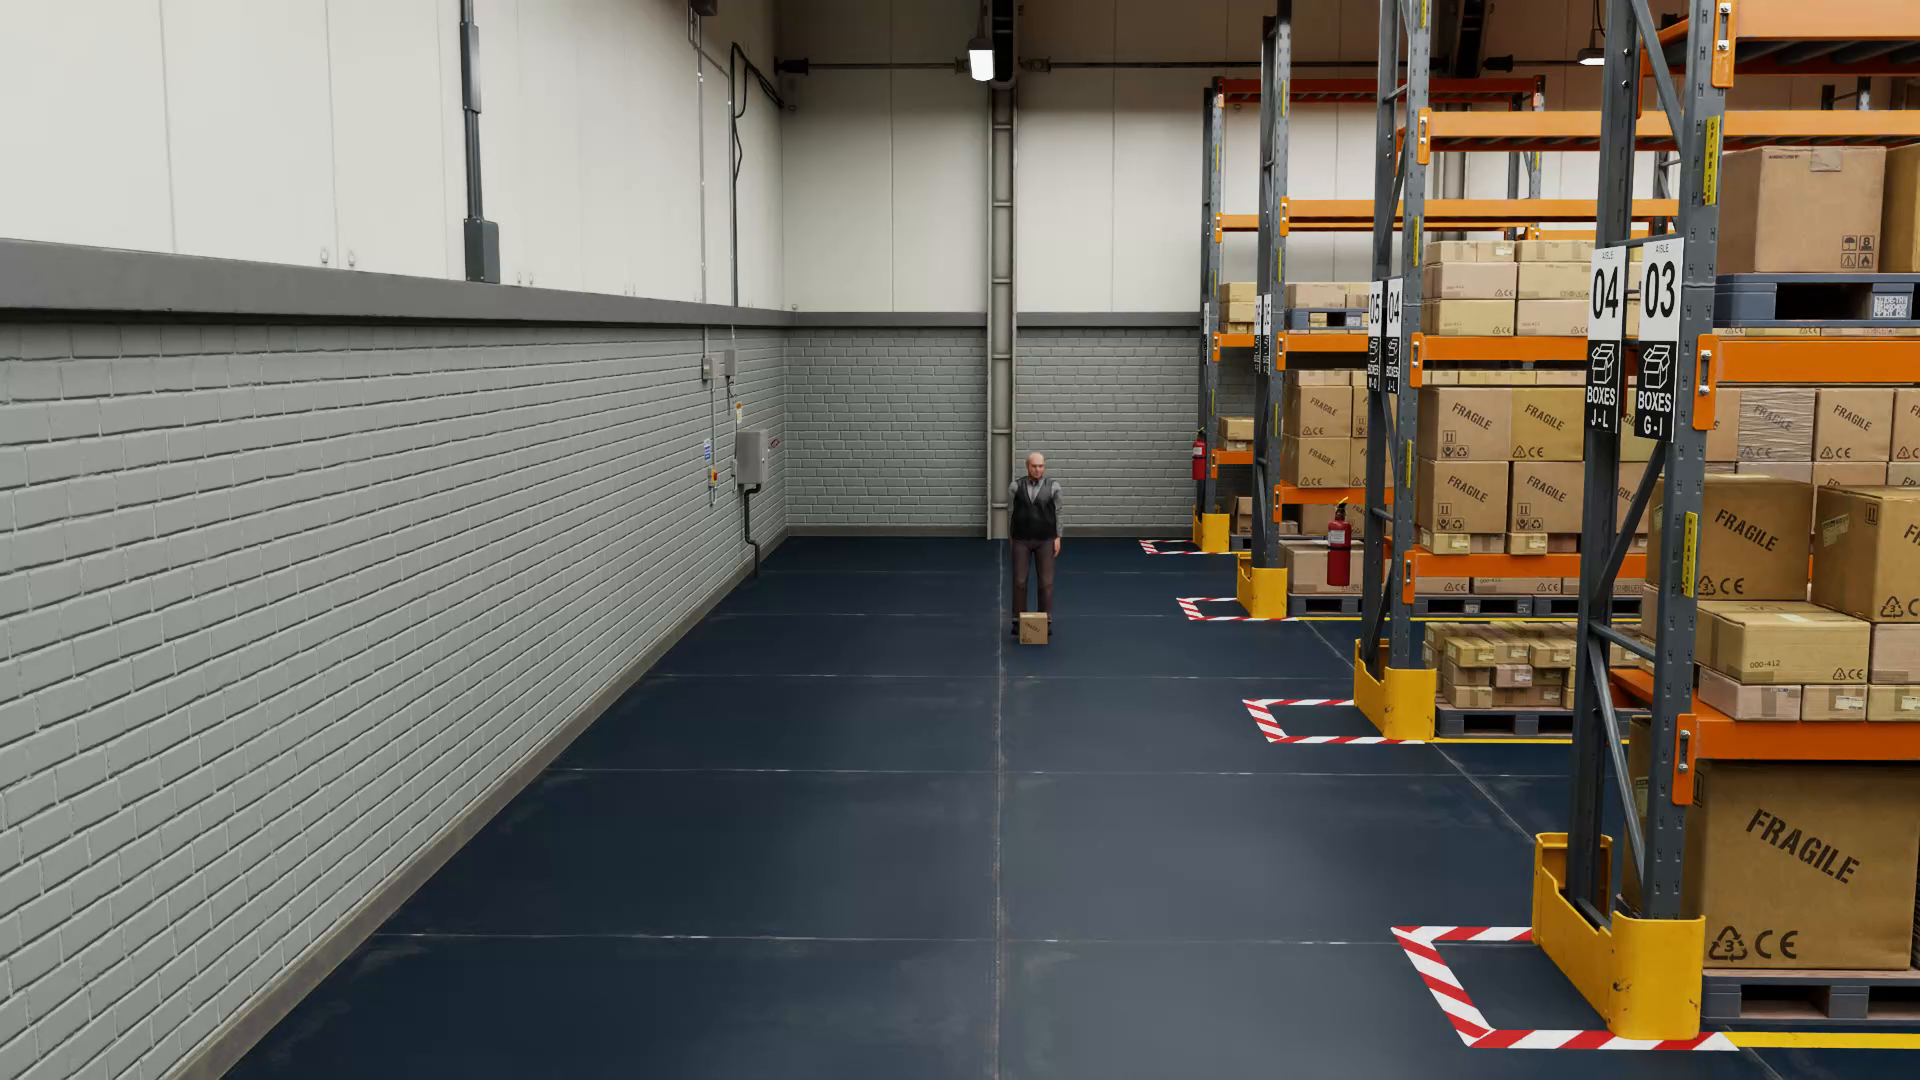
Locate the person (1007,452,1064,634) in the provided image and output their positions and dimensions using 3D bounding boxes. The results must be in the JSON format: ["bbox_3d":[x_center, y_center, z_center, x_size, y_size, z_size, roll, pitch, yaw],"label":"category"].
[{"bbox_3d":[0.709,0.030,15.683,0.533,1.718,0.358,0,7,2],"label":"person"}]
